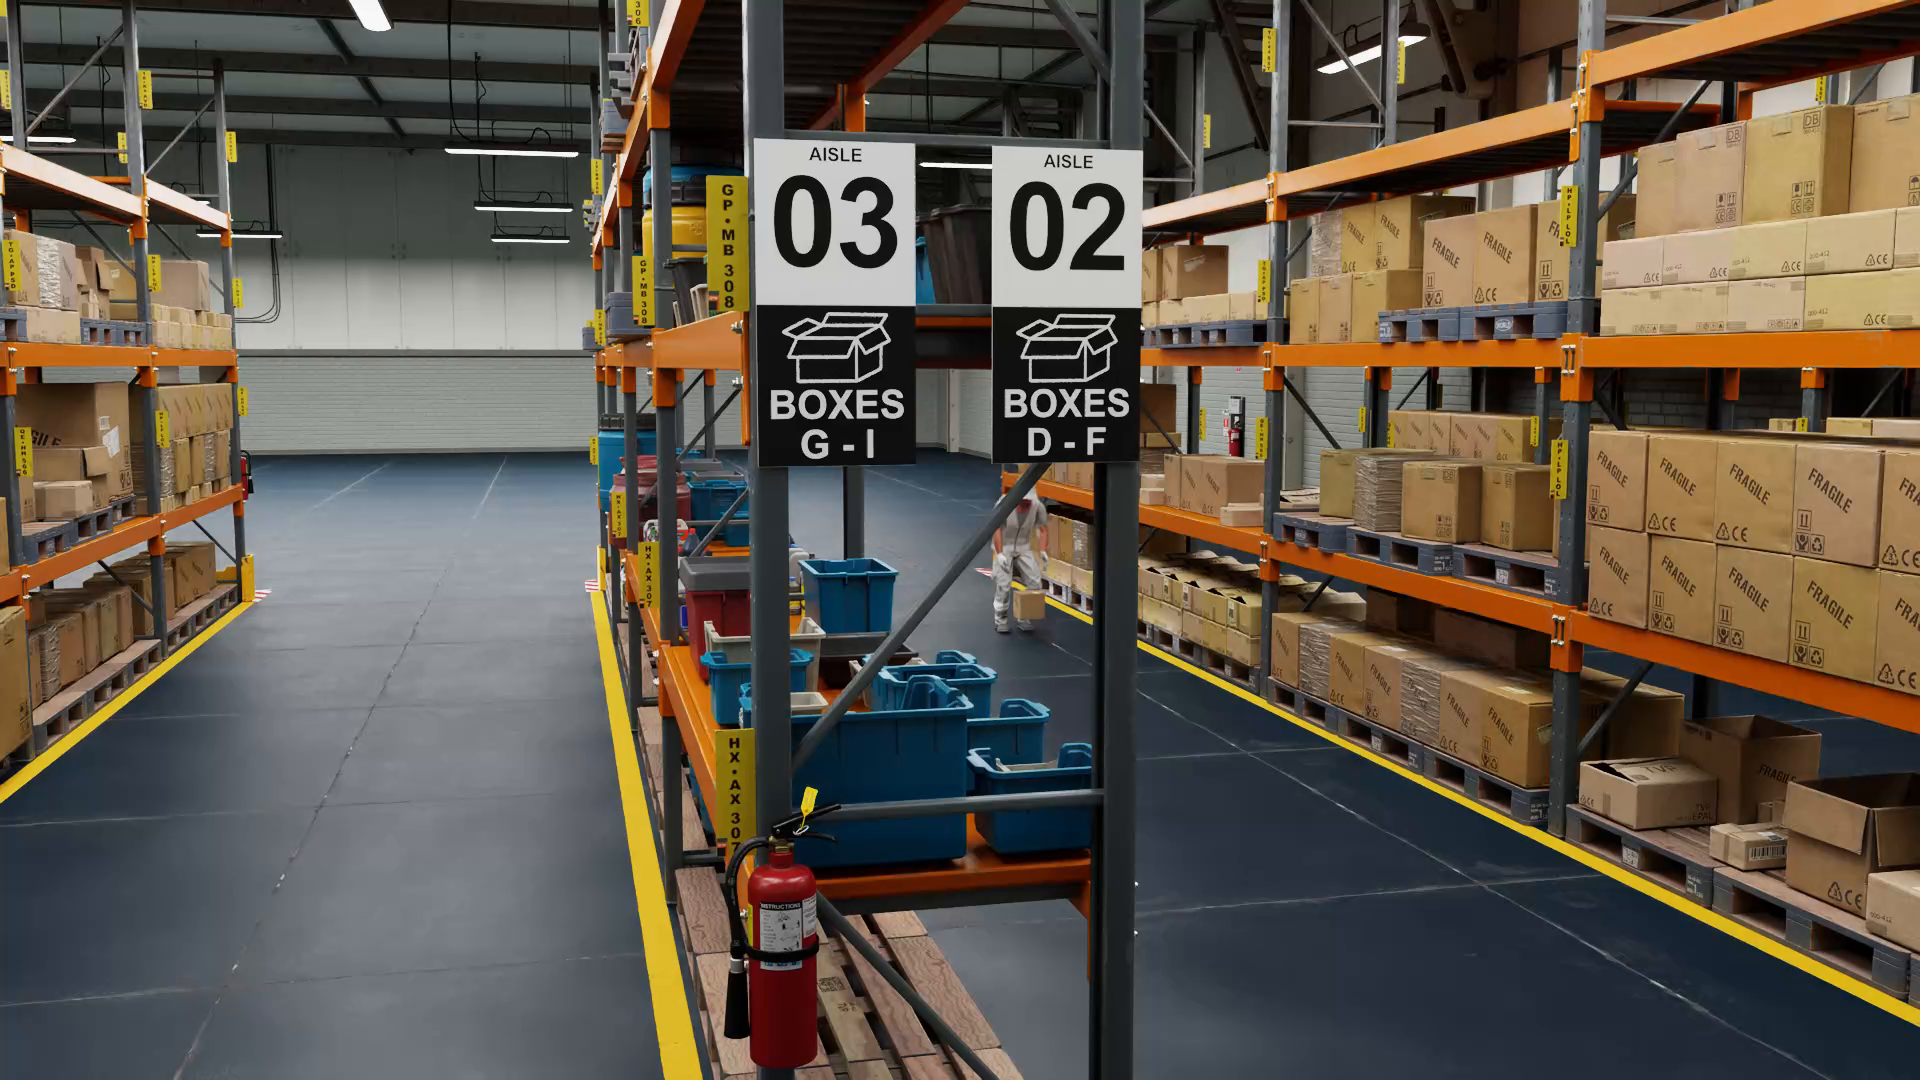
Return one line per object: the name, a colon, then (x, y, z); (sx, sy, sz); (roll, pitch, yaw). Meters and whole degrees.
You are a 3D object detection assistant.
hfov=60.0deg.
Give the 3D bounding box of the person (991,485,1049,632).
person: (0.596, 0.141, 16.564); (0.577, 1.555, 0.668); (-2, 6, -14)
